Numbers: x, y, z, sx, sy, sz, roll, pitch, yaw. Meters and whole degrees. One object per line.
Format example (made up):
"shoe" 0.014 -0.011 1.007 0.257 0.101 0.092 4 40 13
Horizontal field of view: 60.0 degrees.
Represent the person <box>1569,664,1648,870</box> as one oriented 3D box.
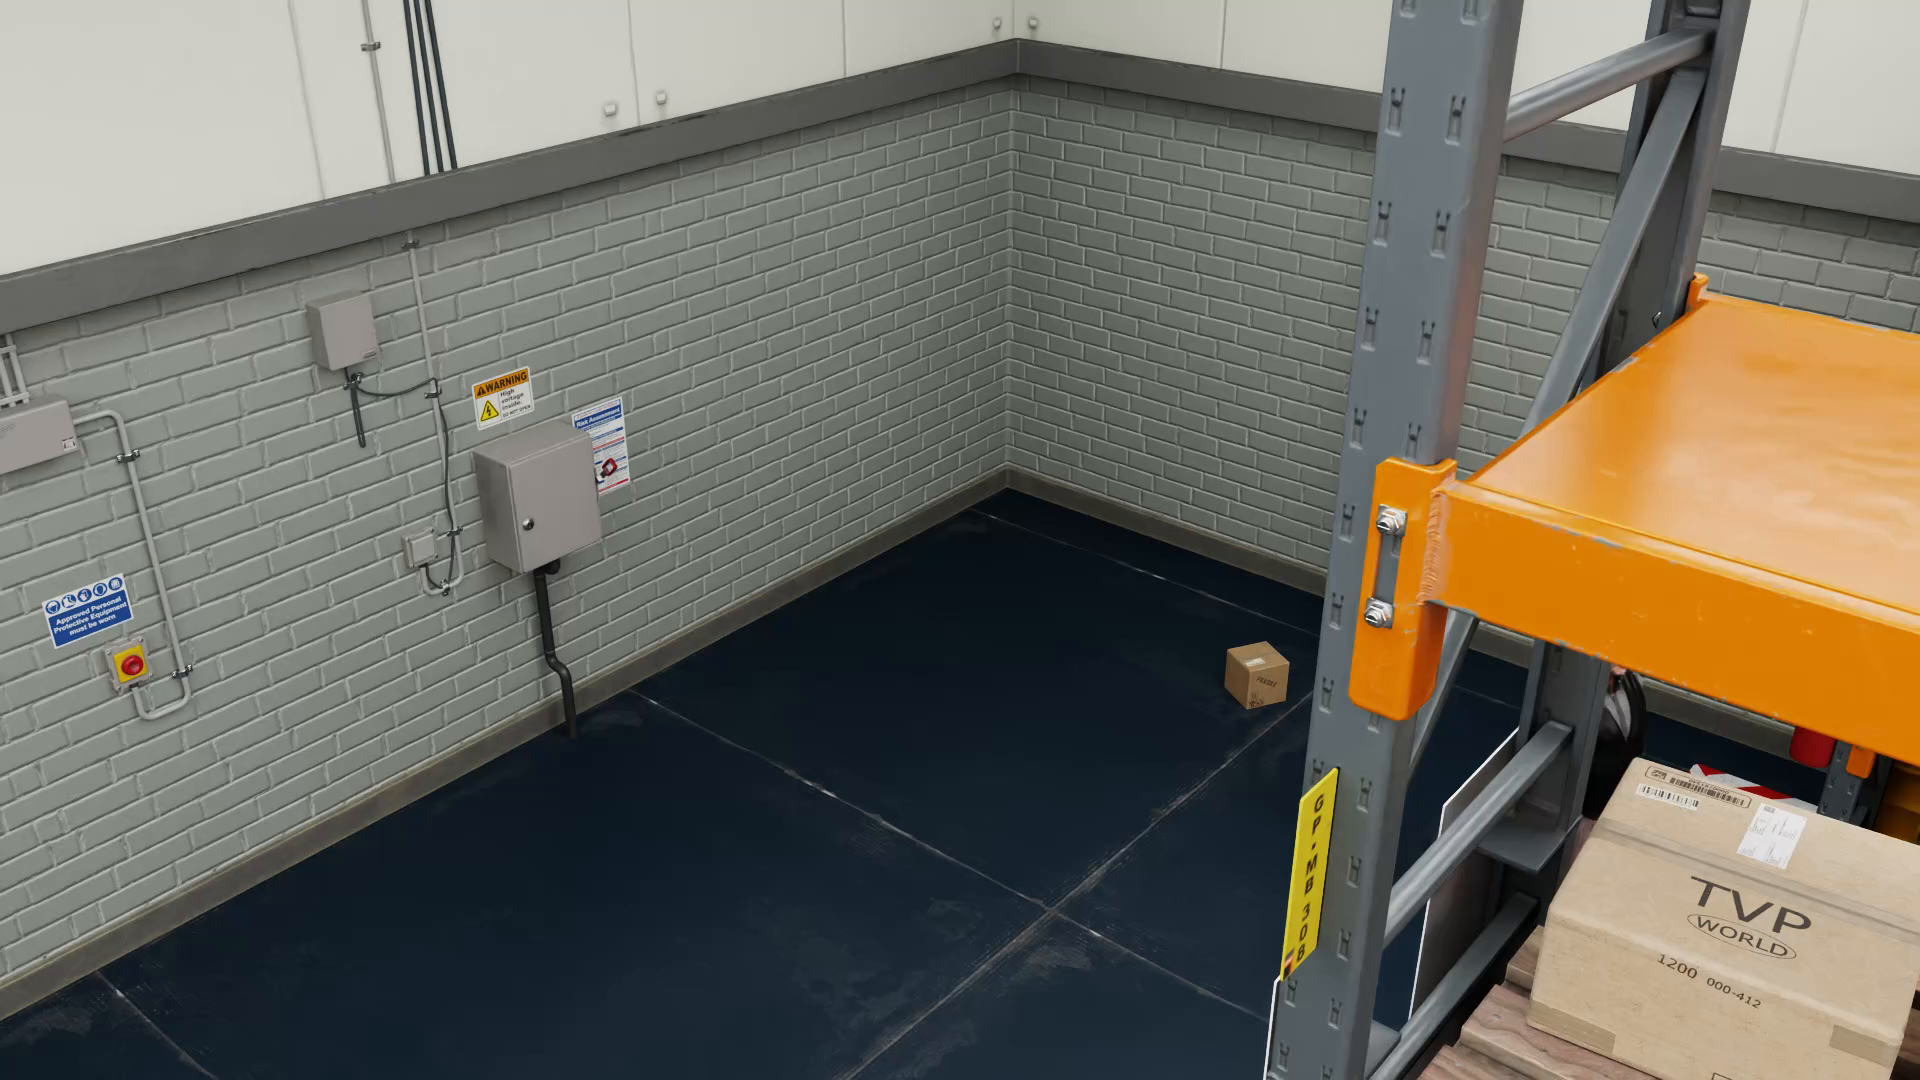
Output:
"person" 2.605 1.115 6.874 0.536 1.746 0.453 -15 31 -27
